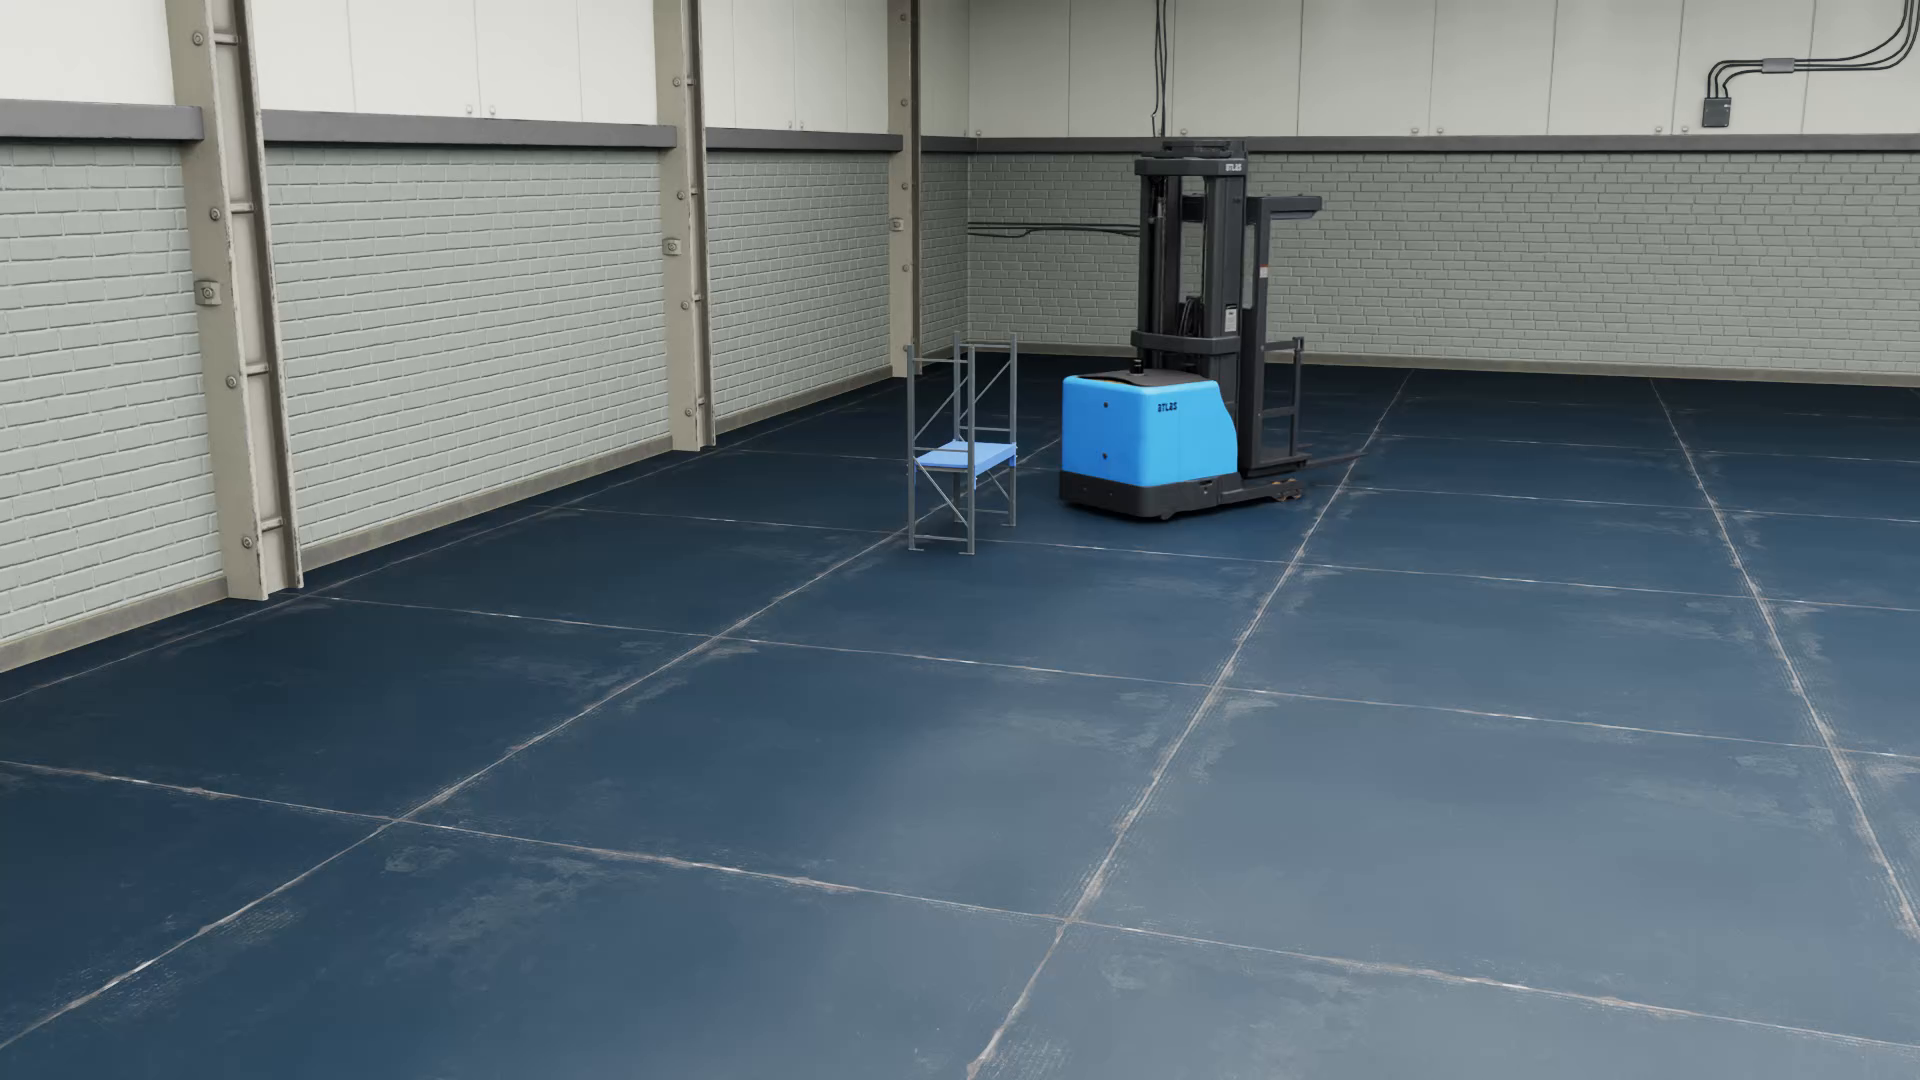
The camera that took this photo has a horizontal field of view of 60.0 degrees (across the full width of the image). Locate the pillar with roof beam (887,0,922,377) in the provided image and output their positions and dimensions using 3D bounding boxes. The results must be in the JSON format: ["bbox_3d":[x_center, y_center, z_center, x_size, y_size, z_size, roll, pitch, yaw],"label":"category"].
[{"bbox_3d":[3.360,-6.263,19.707,9.100,9.000,0.400,4,14,18],"label":"pillar with roof beam"}]

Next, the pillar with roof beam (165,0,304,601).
[{"bbox_3d":[-0.523,-3.737,8.637,9.100,9.000,0.400,4,14,18],"label":"pillar with roof beam"}]

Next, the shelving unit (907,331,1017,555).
[{"bbox_3d":[0.028,-0.749,12.400,0.538,1.500,1.048,4,14,18],"label":"shelving unit"}]

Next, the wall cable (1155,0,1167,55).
[{"bbox_3d":[4.051,-7.852,22.296,3.097,2.526,0.112,4,14,18],"label":"wall cable"}]

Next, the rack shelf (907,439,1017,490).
[{"bbox_3d":[0.028,-0.574,12.440,0.538,0.185,1.000,4,14,18],"label":"rack shelf"}]

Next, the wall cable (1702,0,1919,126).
[{"bbox_3d":[10.469,-8.070,19.978,2.305,6.003,0.169,4,14,18],"label":"wall cable"}]

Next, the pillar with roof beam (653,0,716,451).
[{"bbox_3d":[1.419,-5.000,14.172,9.100,9.000,0.400,4,14,18],"label":"pillar with roof beam"}]

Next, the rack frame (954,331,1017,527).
[{"bbox_3d":[0.192,-0.856,12.869,0.500,1.500,0.032,4,14,18],"label":"rack frame"}]

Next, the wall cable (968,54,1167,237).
[{"bbox_3d":[1.491,-5.585,23.711,3.097,2.526,0.112,4,14,18],"label":"wall cable"}]

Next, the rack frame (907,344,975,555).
[{"bbox_3d":[-0.137,-0.642,11.931,0.500,1.500,0.032,4,14,18],"label":"rack frame"}]

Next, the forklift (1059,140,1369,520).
[{"bbox_3d":[2.278,-1.830,13.920,3.031,2.935,1.130,-10,16,-38],"label":"forklift"}]
